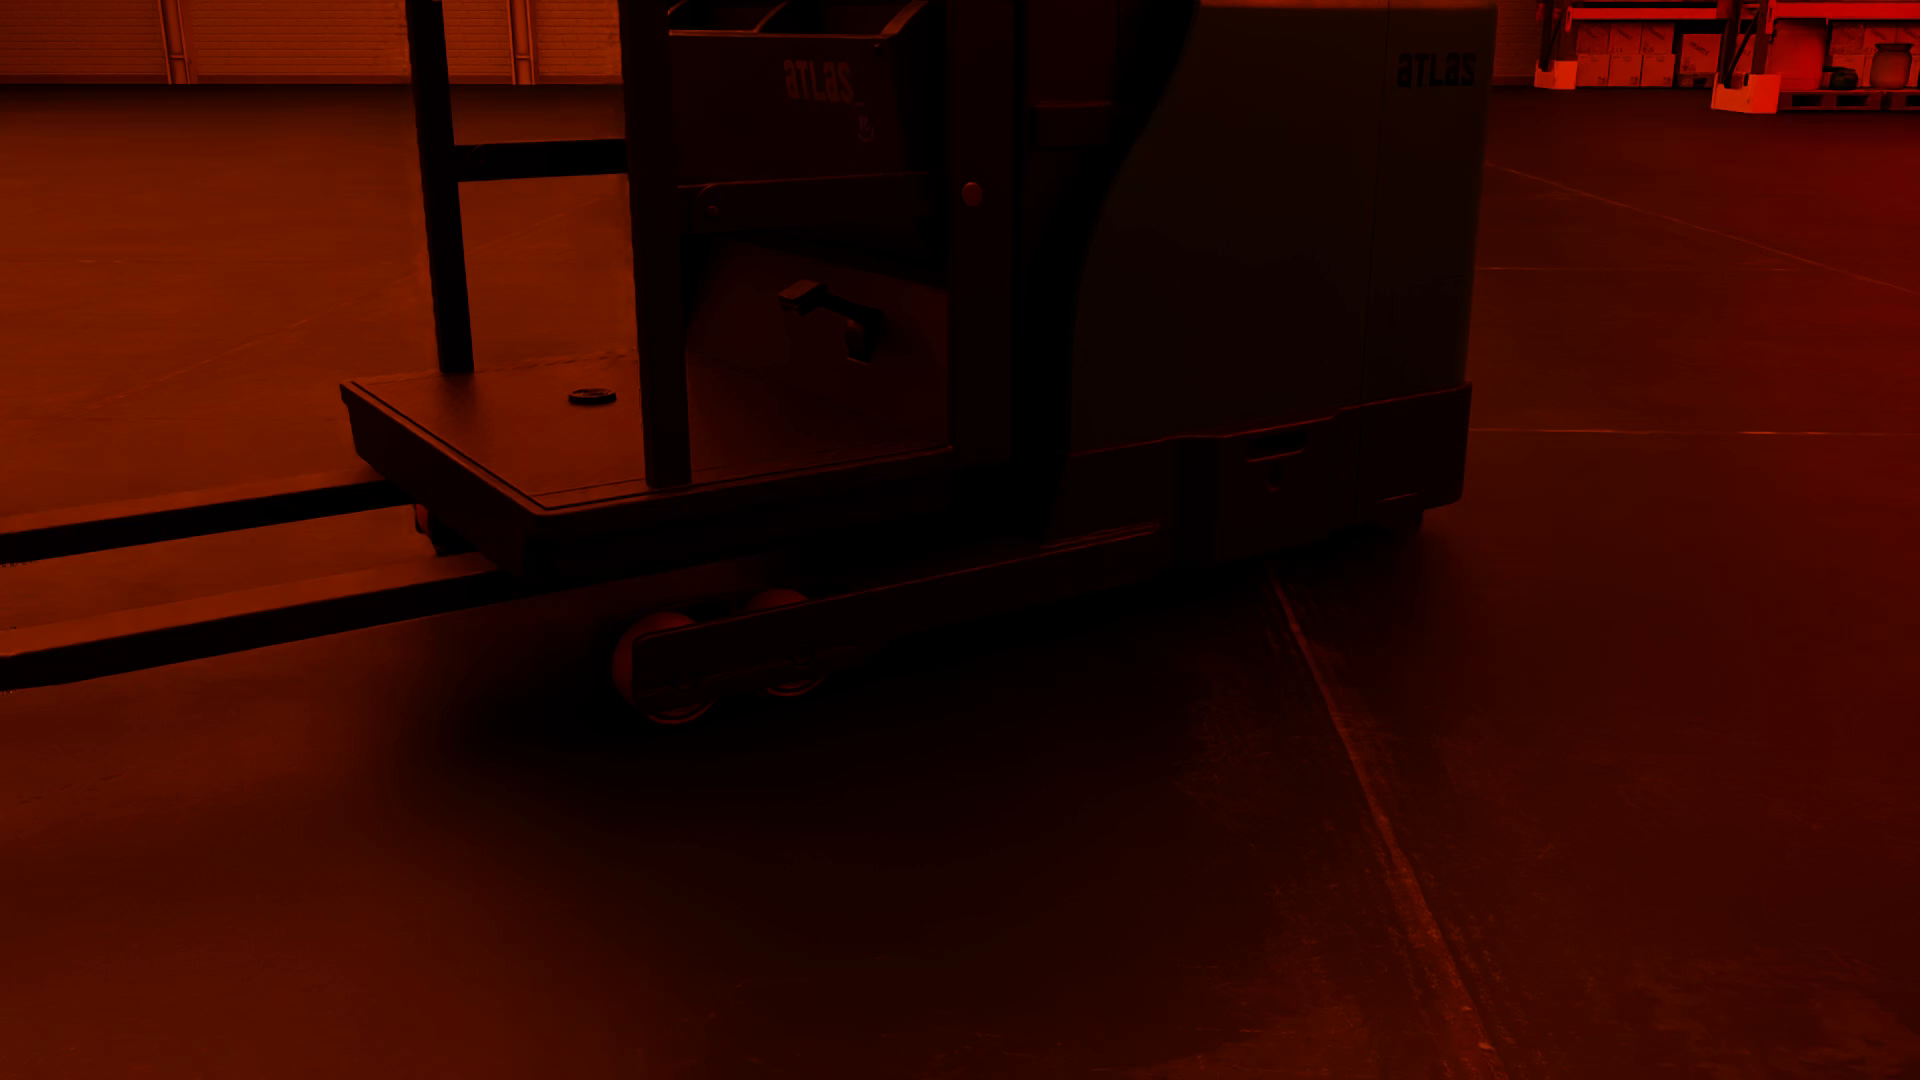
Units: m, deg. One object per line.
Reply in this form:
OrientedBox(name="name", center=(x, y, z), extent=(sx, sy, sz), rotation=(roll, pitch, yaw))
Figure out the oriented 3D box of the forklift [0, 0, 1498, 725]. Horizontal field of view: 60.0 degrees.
OrientedBox(name="forklift", center=(-0.476, -1.302, 2.622), extent=(3.031, 2.935, 1.130), rotation=(-11, 20, -32))
